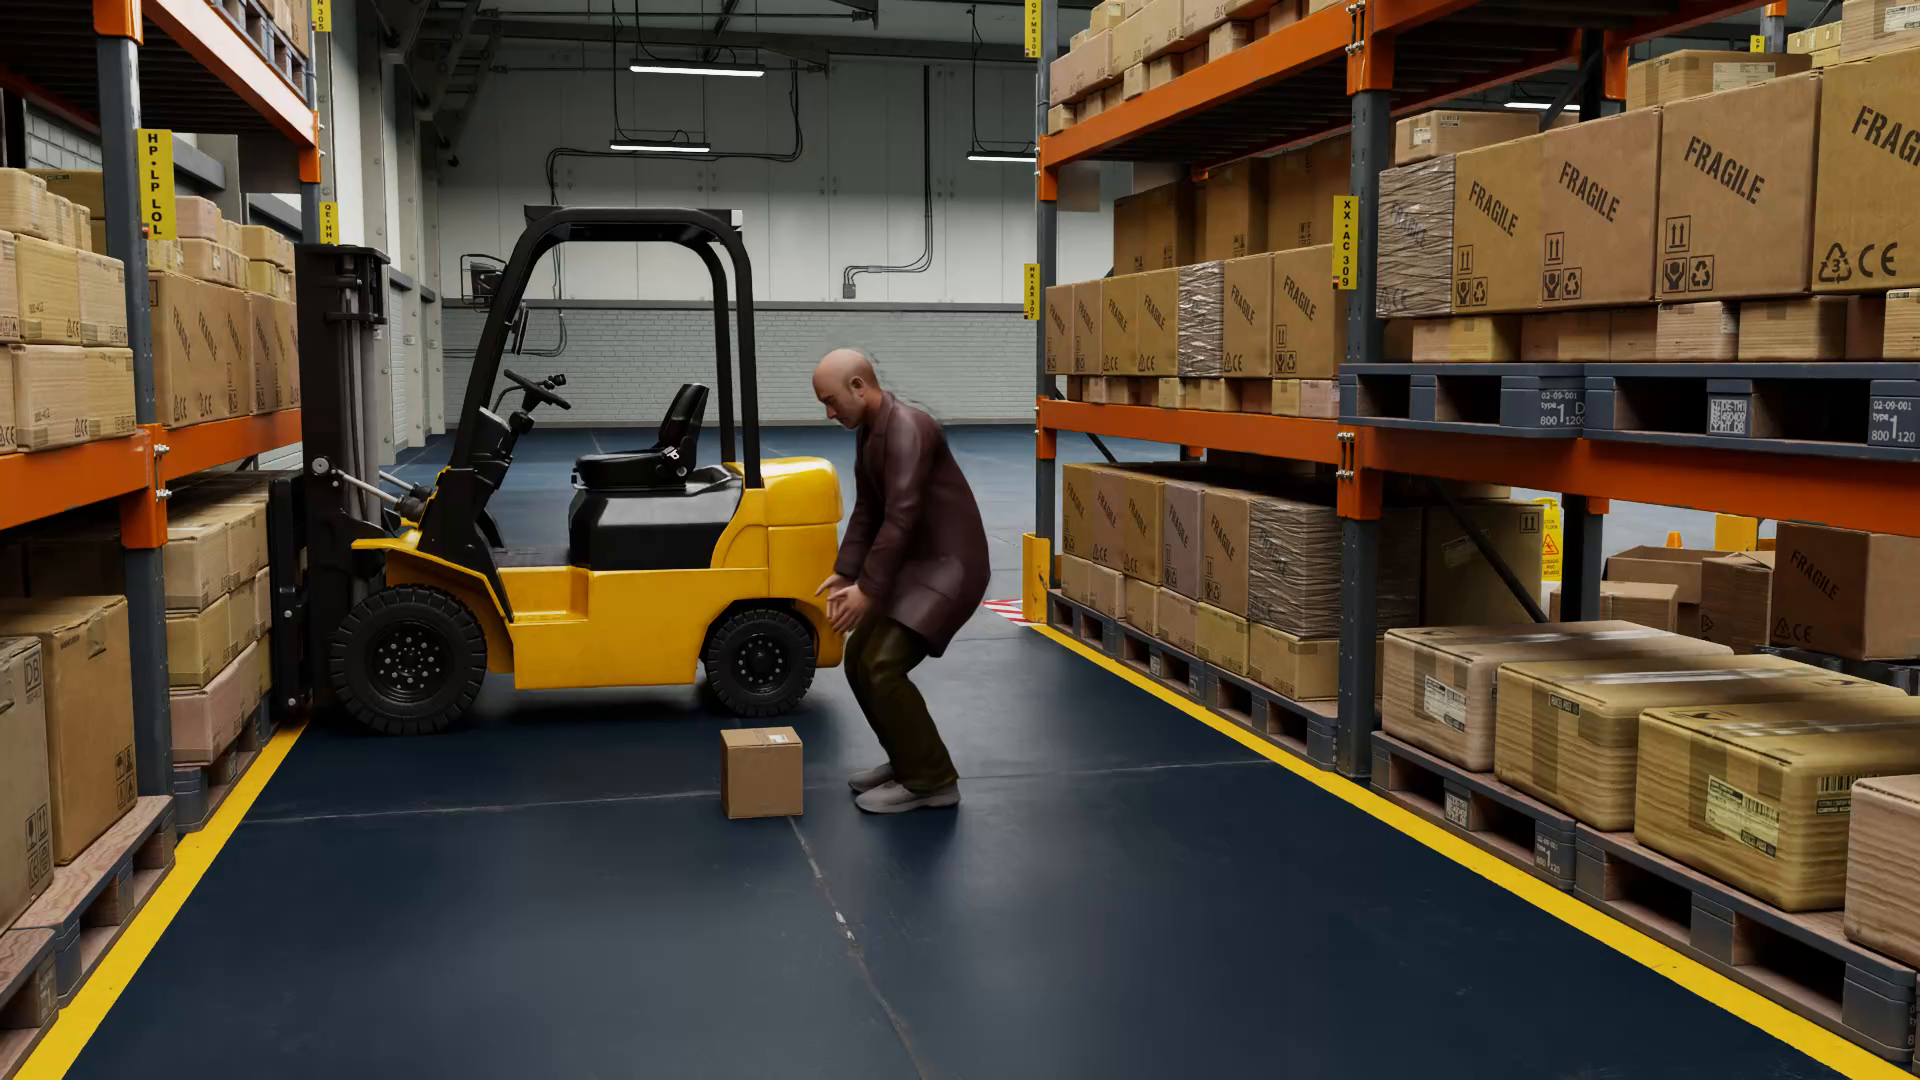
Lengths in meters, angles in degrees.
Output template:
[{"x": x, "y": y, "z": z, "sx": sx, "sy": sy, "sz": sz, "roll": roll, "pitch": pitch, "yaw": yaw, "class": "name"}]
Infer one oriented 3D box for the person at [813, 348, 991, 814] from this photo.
[{"x": -0.193, "y": 0.138, "z": 5.686, "sx": 0.612, "sy": 1.552, "sz": 0.626, "roll": -1, "pitch": 6, "yaw": -13, "class": "person"}]
